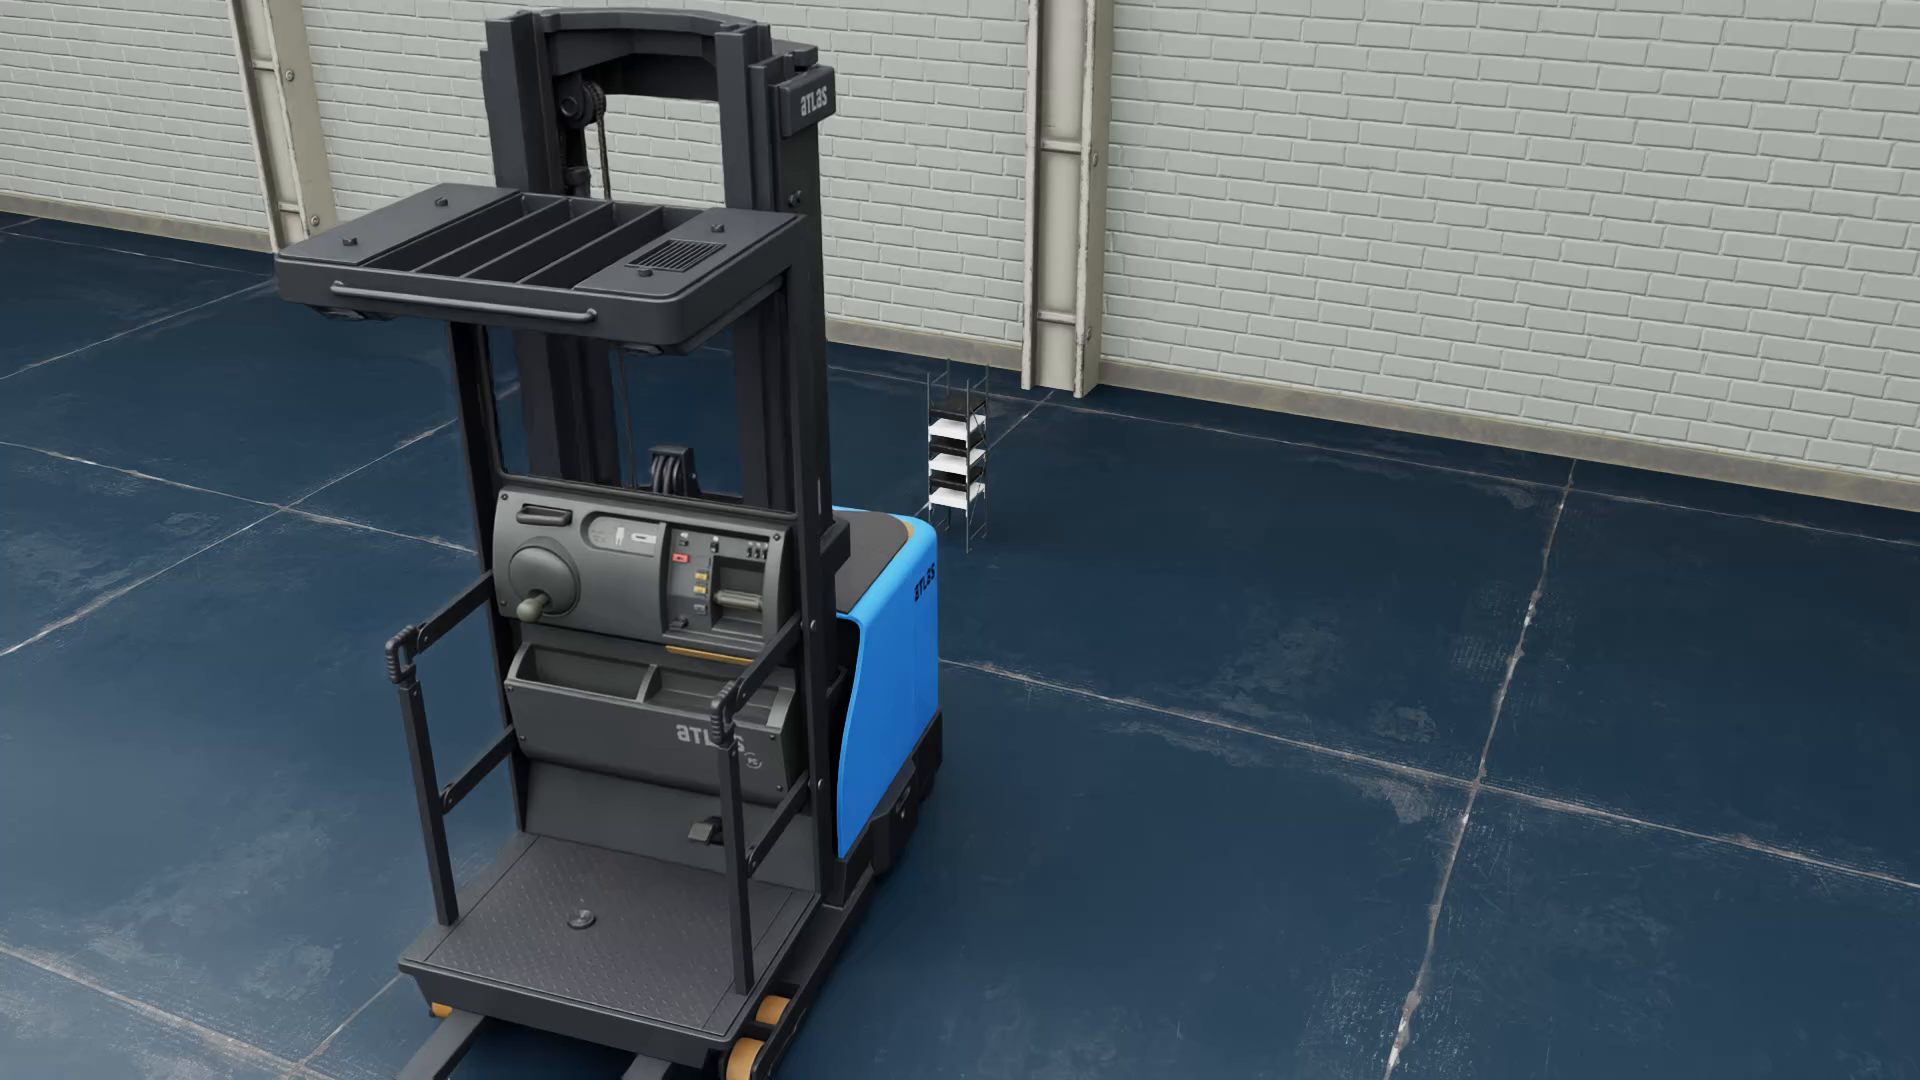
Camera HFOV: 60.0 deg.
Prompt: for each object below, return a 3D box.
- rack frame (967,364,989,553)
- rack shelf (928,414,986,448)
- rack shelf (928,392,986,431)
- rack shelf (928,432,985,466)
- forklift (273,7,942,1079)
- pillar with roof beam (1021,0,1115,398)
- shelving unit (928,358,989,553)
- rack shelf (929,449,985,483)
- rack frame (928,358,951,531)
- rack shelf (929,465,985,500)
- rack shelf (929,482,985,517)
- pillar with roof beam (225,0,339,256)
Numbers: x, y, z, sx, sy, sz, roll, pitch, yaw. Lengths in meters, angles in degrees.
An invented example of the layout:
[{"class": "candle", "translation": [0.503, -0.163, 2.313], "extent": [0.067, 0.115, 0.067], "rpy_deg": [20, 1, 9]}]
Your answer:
[{"class": "rack frame", "translation": [0.085, -0.387, 8.016], "extent": [0.006, 0.900, 0.240], "rpy_deg": [11, 28, 22]}, {"class": "rack shelf", "translation": [-0.007, -0.537, 7.989], "extent": [0.200, 0.077, 0.258], "rpy_deg": [11, 28, 22]}, {"class": "rack shelf", "translation": [-0.007, -0.618, 7.950], "extent": [0.200, 0.077, 0.258], "rpy_deg": [11, 28, 22]}, {"class": "rack shelf", "translation": [-0.007, -0.456, 8.029], "extent": [0.200, 0.077, 0.258], "rpy_deg": [11, 28, 22]}, {"class": "forklift", "translation": [-1.009, 0.126, 4.677], "extent": [1.130, 2.935, 3.031], "rpy_deg": [8, 27, 16]}, {"class": "pillar with roof beam", "translation": [-1.167, -3.256, 4.675], "extent": [0.400, 9.000, 9.100], "rpy_deg": [11, 28, 22]}, {"class": "shelving unit", "translation": [-0.007, -0.405, 8.054], "extent": [0.210, 0.900, 0.258], "rpy_deg": [11, 28, 22]}, {"class": "rack shelf", "translation": [-0.007, -0.375, 8.069], "extent": [0.200, 0.077, 0.258], "rpy_deg": [11, 28, 22]}, {"class": "rack frame", "translation": [-0.100, -0.424, 8.092], "extent": [0.006, 0.900, 0.240], "rpy_deg": [11, 28, 22]}, {"class": "rack shelf", "translation": [-0.007, -0.295, 8.109], "extent": [0.200, 0.077, 0.258], "rpy_deg": [11, 28, 22]}, {"class": "rack shelf", "translation": [-0.007, -0.214, 8.148], "extent": [0.200, 0.077, 0.258], "rpy_deg": [11, 28, 22]}, {"class": "pillar with roof beam", "translation": [-6.629, -4.353, 6.903], "extent": [0.400, 9.000, 9.100], "rpy_deg": [11, 28, 22]}]
